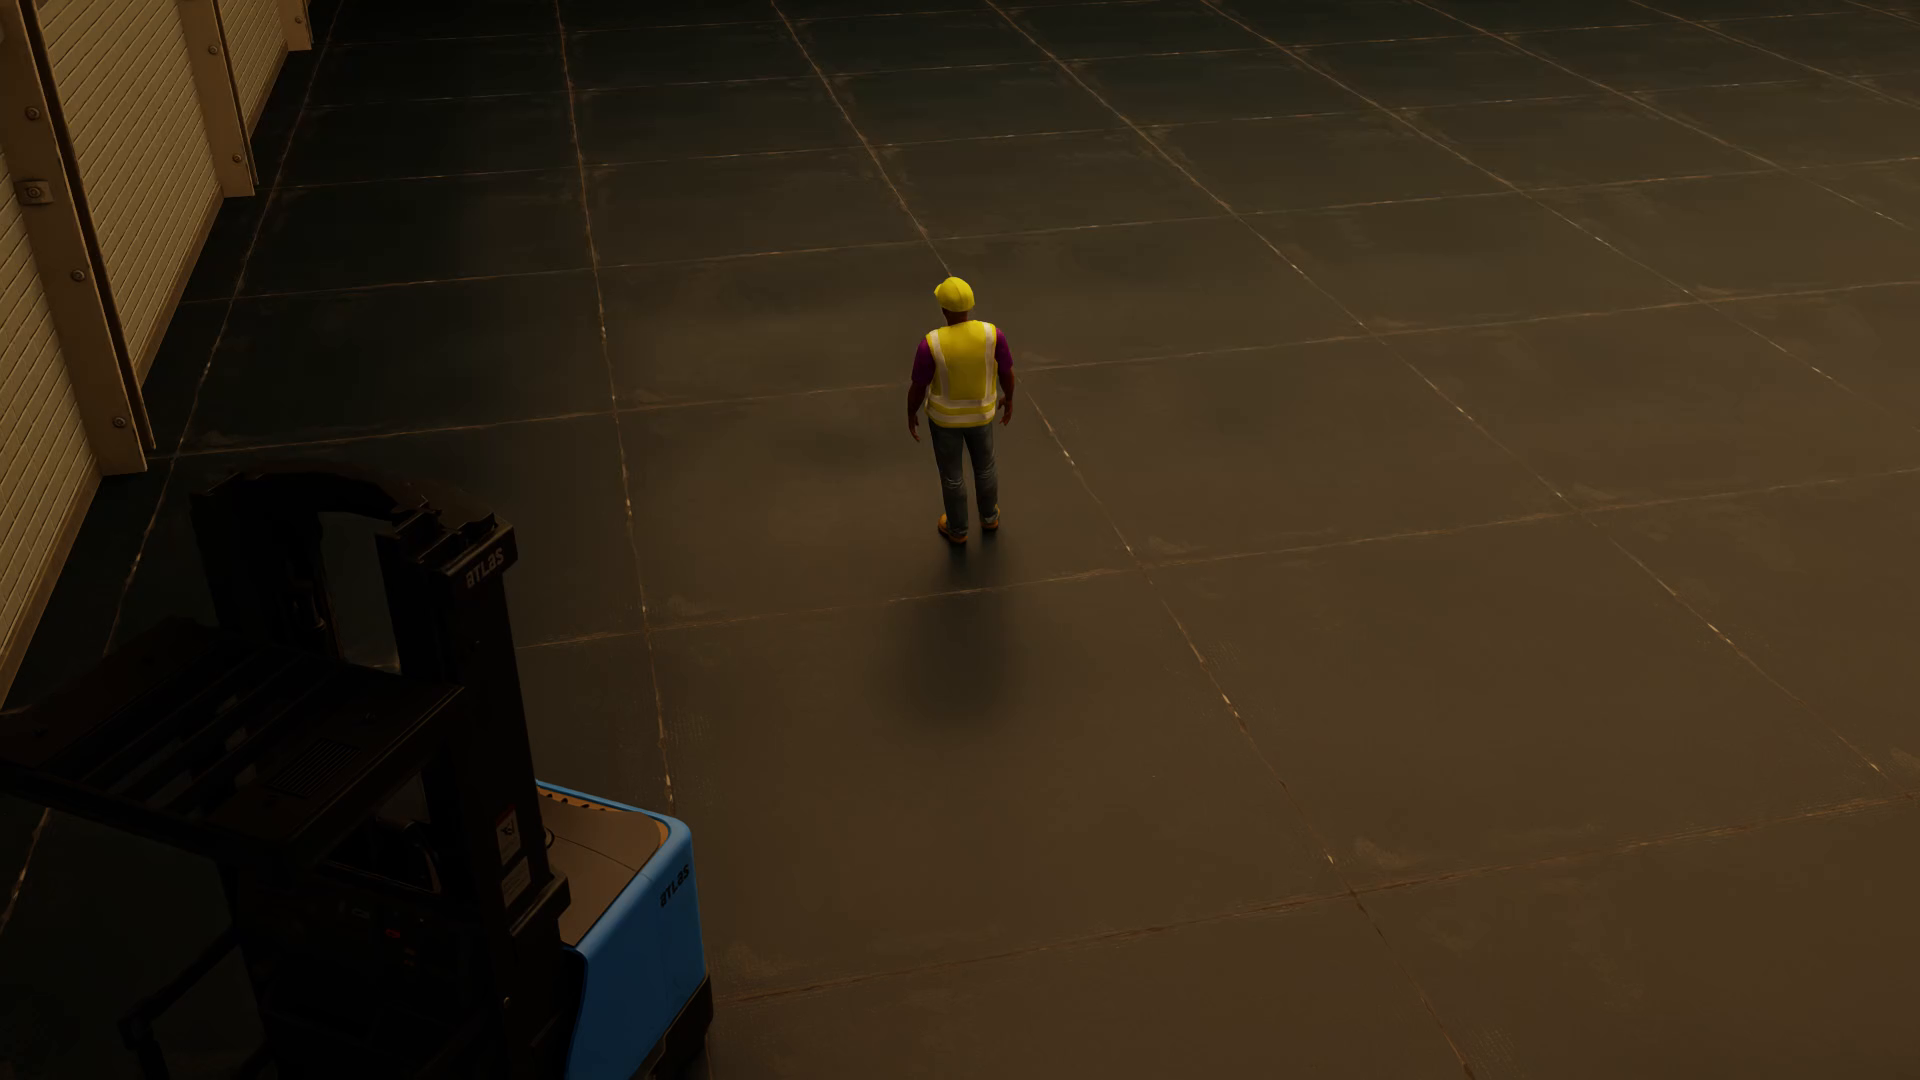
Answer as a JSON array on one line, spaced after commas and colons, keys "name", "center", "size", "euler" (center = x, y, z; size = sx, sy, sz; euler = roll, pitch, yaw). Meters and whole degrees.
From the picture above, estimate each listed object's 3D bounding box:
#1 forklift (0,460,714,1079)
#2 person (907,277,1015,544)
[{"name": "forklift", "center": [-2.046, 1.352, 5.239], "size": [1.130, 2.935, 3.031], "euler": [11, 32, 19]}, {"name": "person", "center": [-0.011, -0.806, 10.114], "size": [0.665, 1.768, 0.575], "euler": [-7, 31, -12]}]
